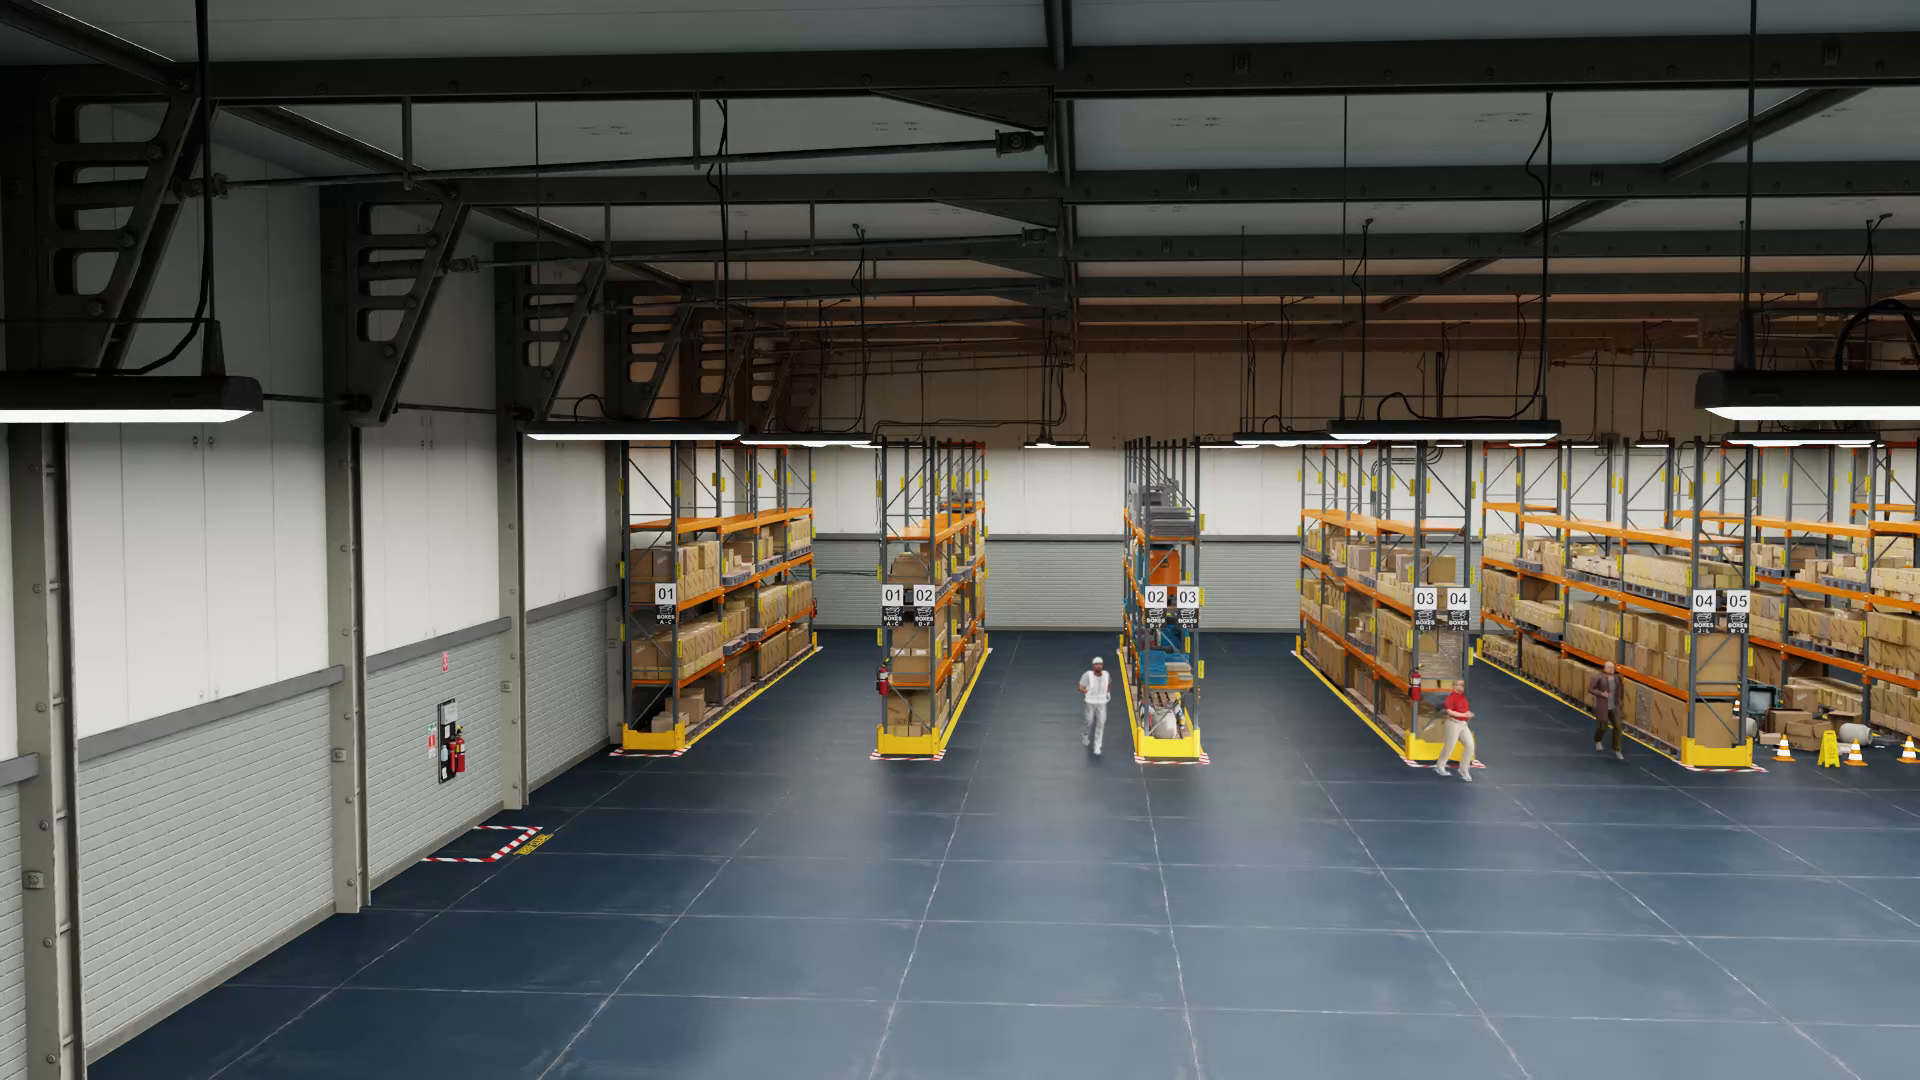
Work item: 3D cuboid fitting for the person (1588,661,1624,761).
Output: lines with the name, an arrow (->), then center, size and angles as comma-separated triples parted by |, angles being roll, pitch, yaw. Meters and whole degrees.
person -> 12.157, 3.166, 31.245 | 0.741, 1.801, 1.022 | 0, 3, 0

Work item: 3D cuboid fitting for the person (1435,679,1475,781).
person -> 8.688, 3.317, 29.035 | 0.665, 1.797, 0.746 | -2, 4, -38

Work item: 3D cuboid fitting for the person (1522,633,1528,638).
person -> 15.989, 2.321, 47.297 | 0.680, 1.800, 0.639 | 0, 3, -6

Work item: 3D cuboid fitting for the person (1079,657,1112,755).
person -> 2.594, 3.138, 31.779 | 0.689, 1.816, 0.879 | 0, 3, -8
